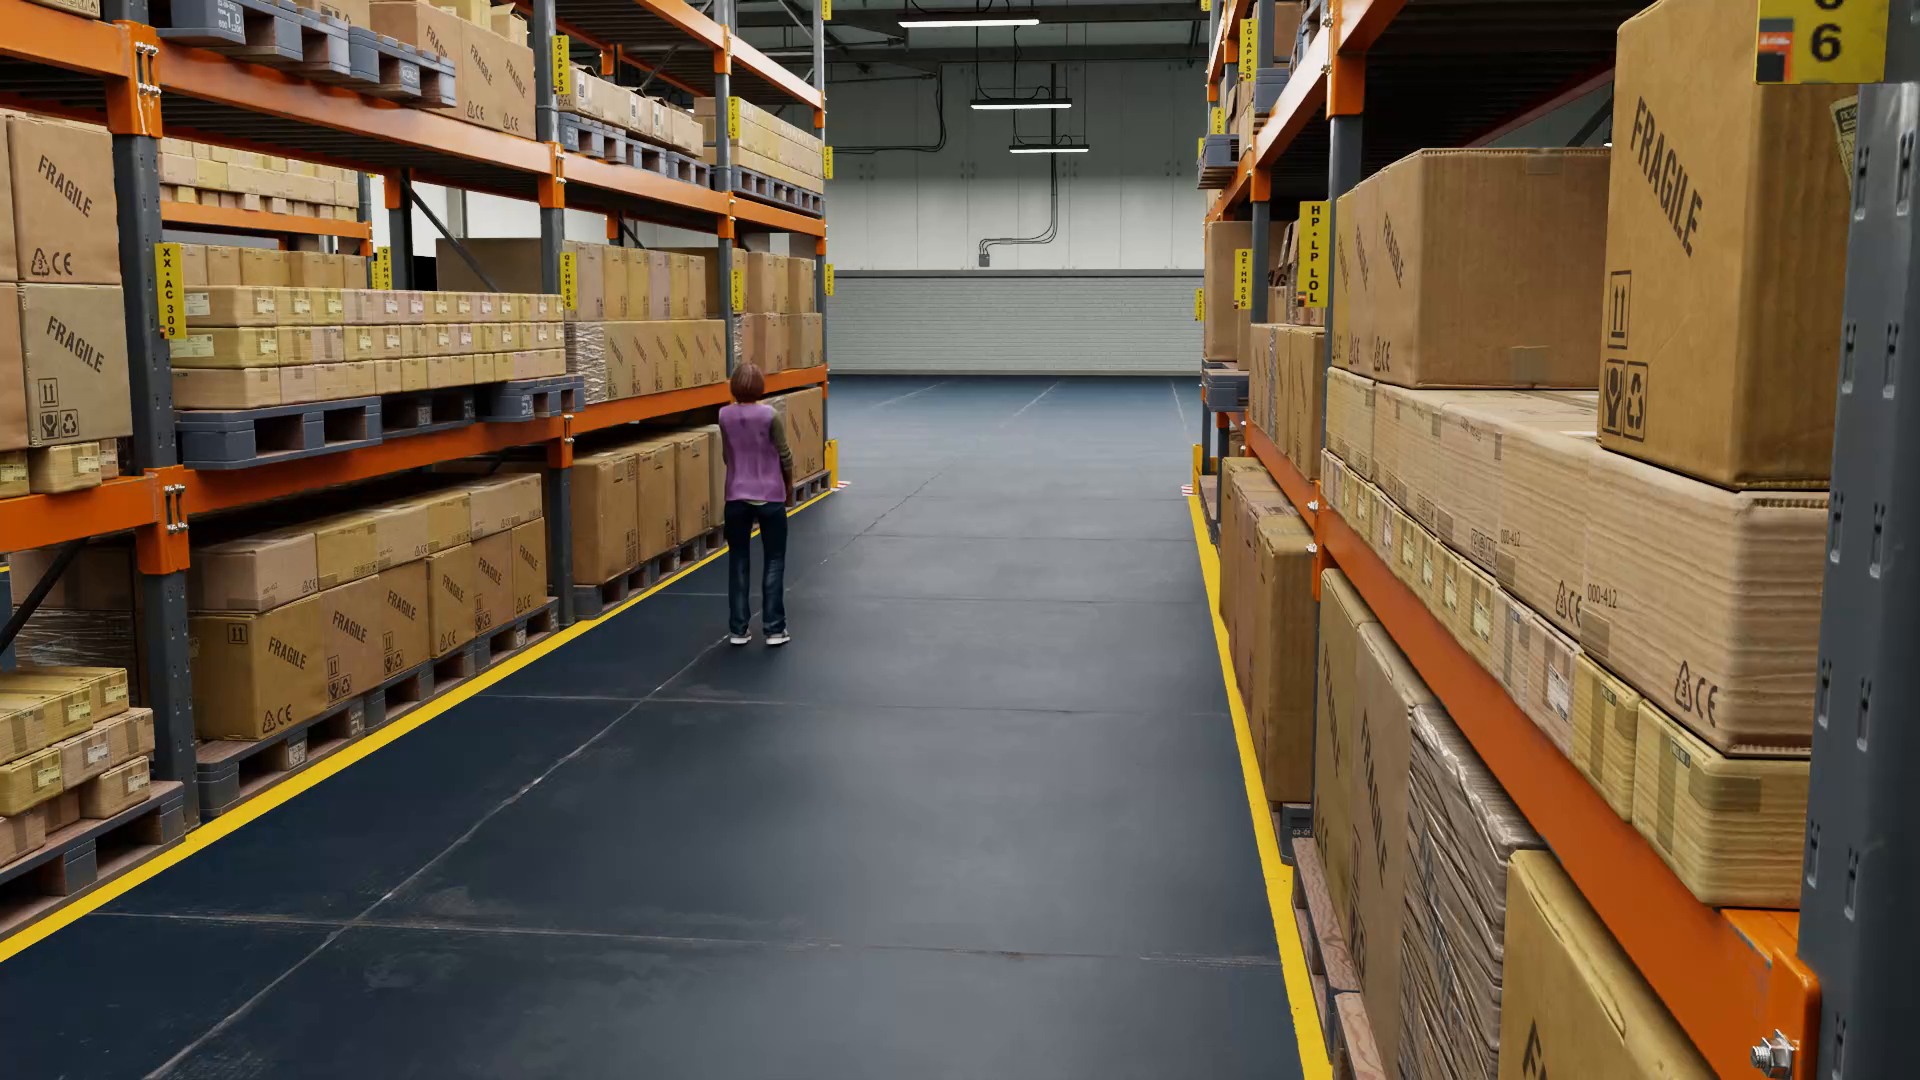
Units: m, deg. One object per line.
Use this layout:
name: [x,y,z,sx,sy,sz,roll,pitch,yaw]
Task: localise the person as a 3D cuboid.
person: [-1.138,-0.211,9.405,0.405,1.593,0.489,1,8,7]
